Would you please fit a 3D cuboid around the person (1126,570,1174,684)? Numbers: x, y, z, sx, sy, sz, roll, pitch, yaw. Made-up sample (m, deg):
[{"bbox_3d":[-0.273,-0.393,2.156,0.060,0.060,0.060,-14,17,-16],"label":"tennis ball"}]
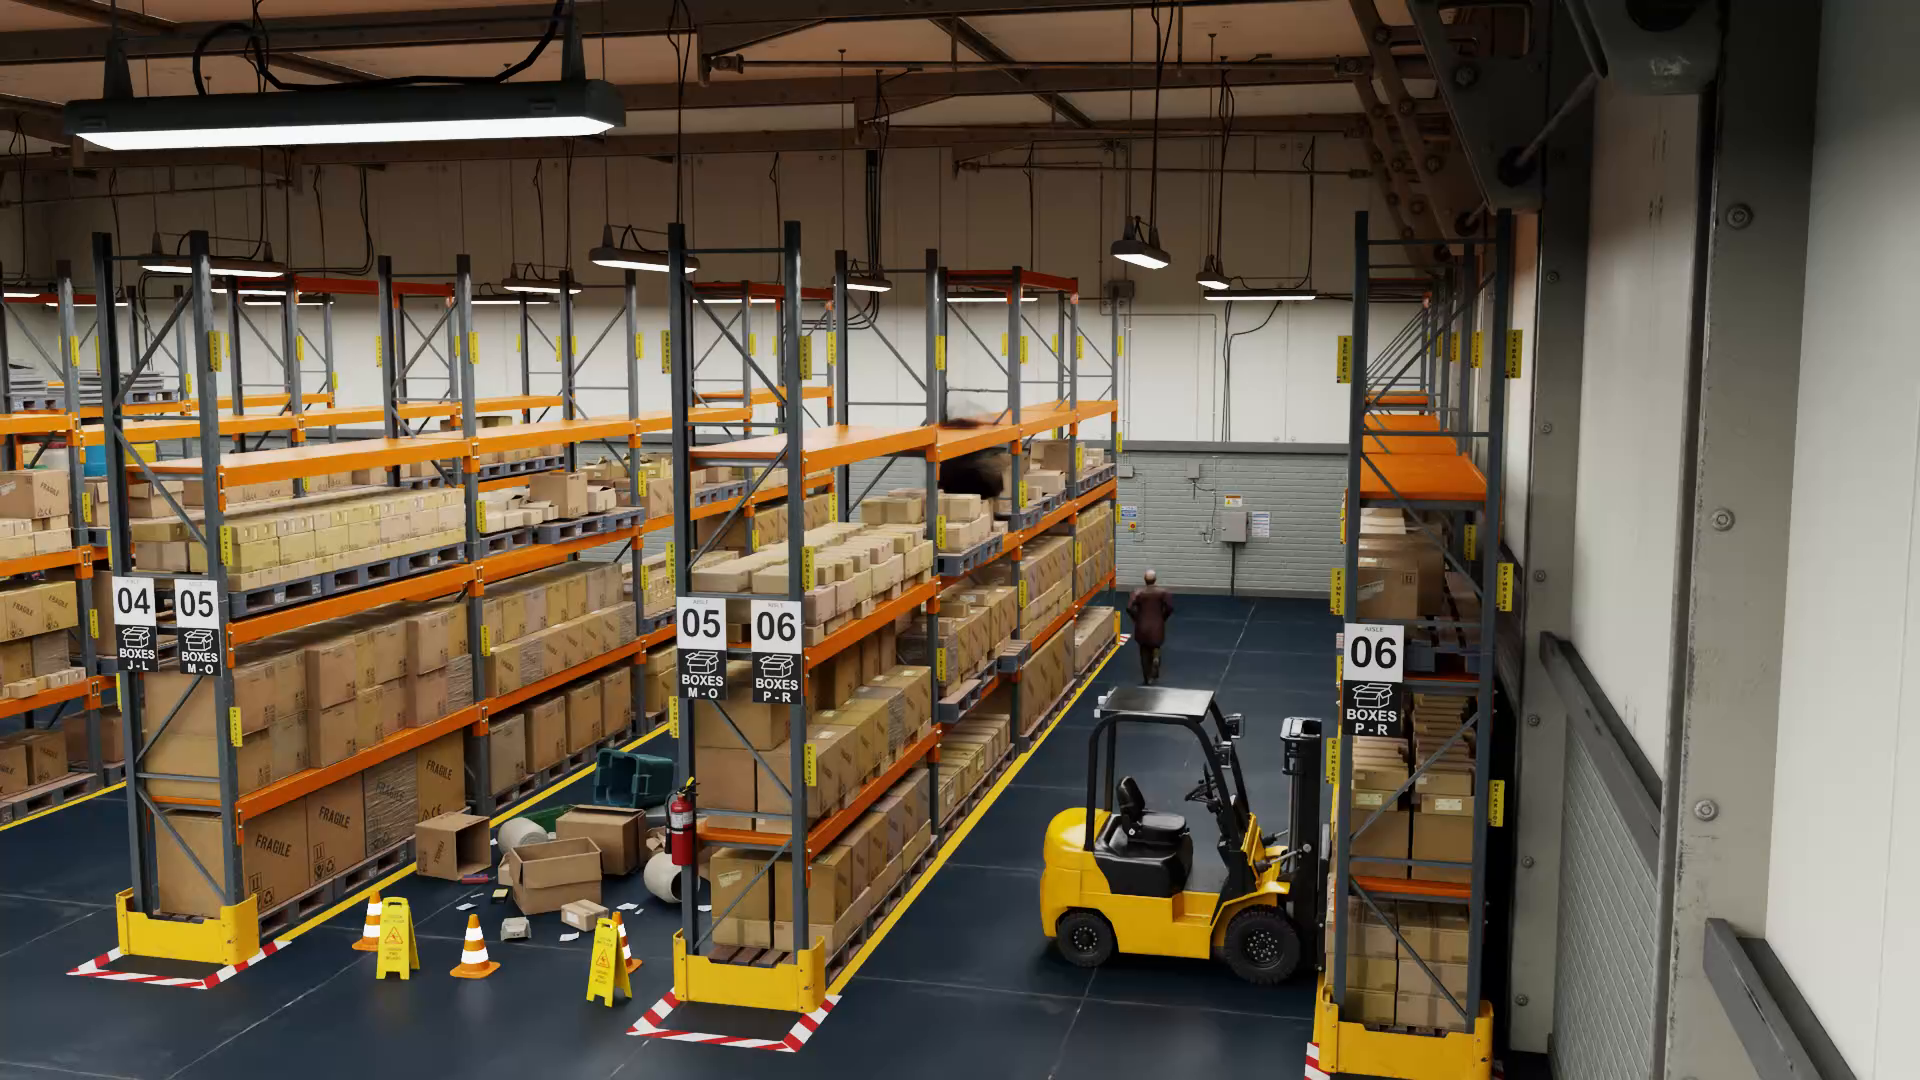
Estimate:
[{"bbox_3d":[2.811,1.305,24.674,0.710,1.744,0.770,0,7,3],"label":"person"}]
